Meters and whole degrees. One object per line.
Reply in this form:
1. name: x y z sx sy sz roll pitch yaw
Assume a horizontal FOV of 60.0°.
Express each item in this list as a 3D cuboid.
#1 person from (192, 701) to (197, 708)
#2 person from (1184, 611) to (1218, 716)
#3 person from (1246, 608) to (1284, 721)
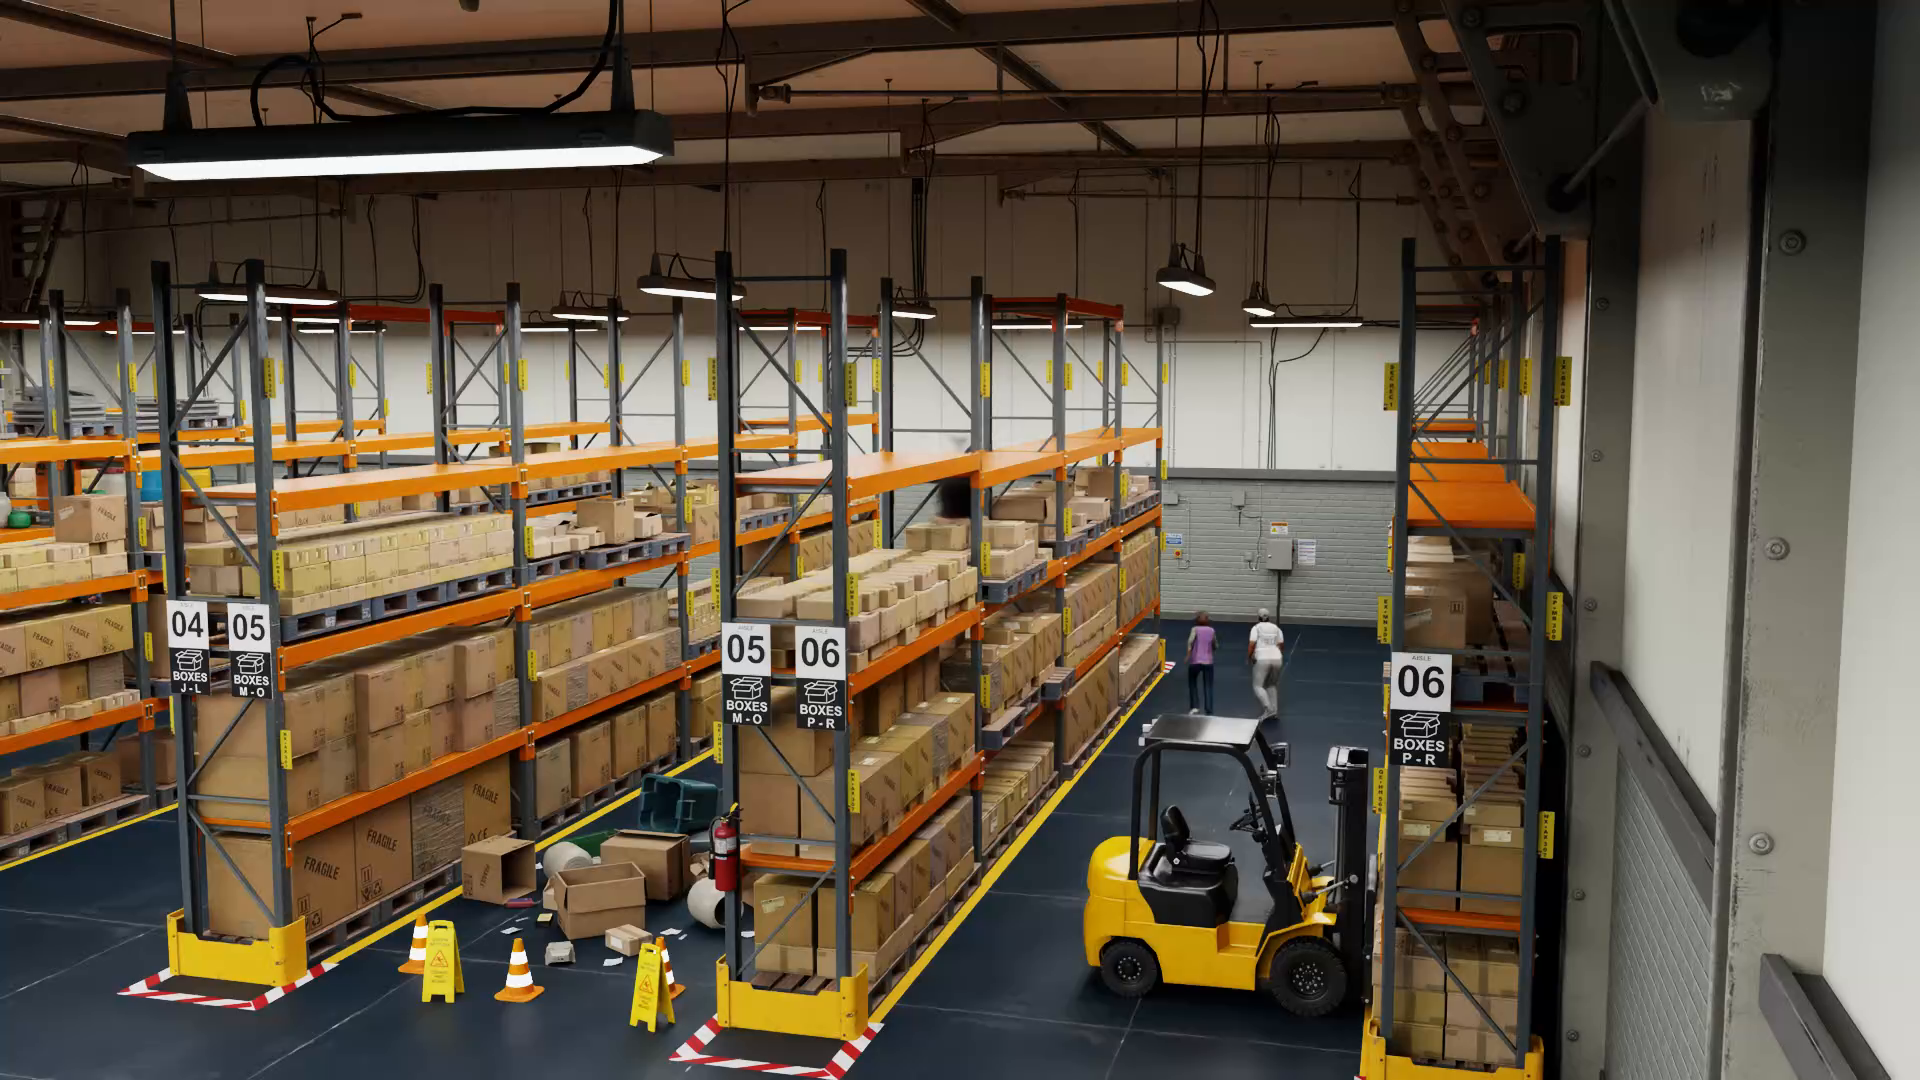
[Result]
1. person: -11.444 1.802 24.255 0.673 1.597 0.917 -1 6 -7
2. person: 3.511 1.840 24.178 0.540 1.569 0.914 0 6 -2
3. person: 4.479 1.826 24.255 0.630 1.608 0.807 -2 7 -22
